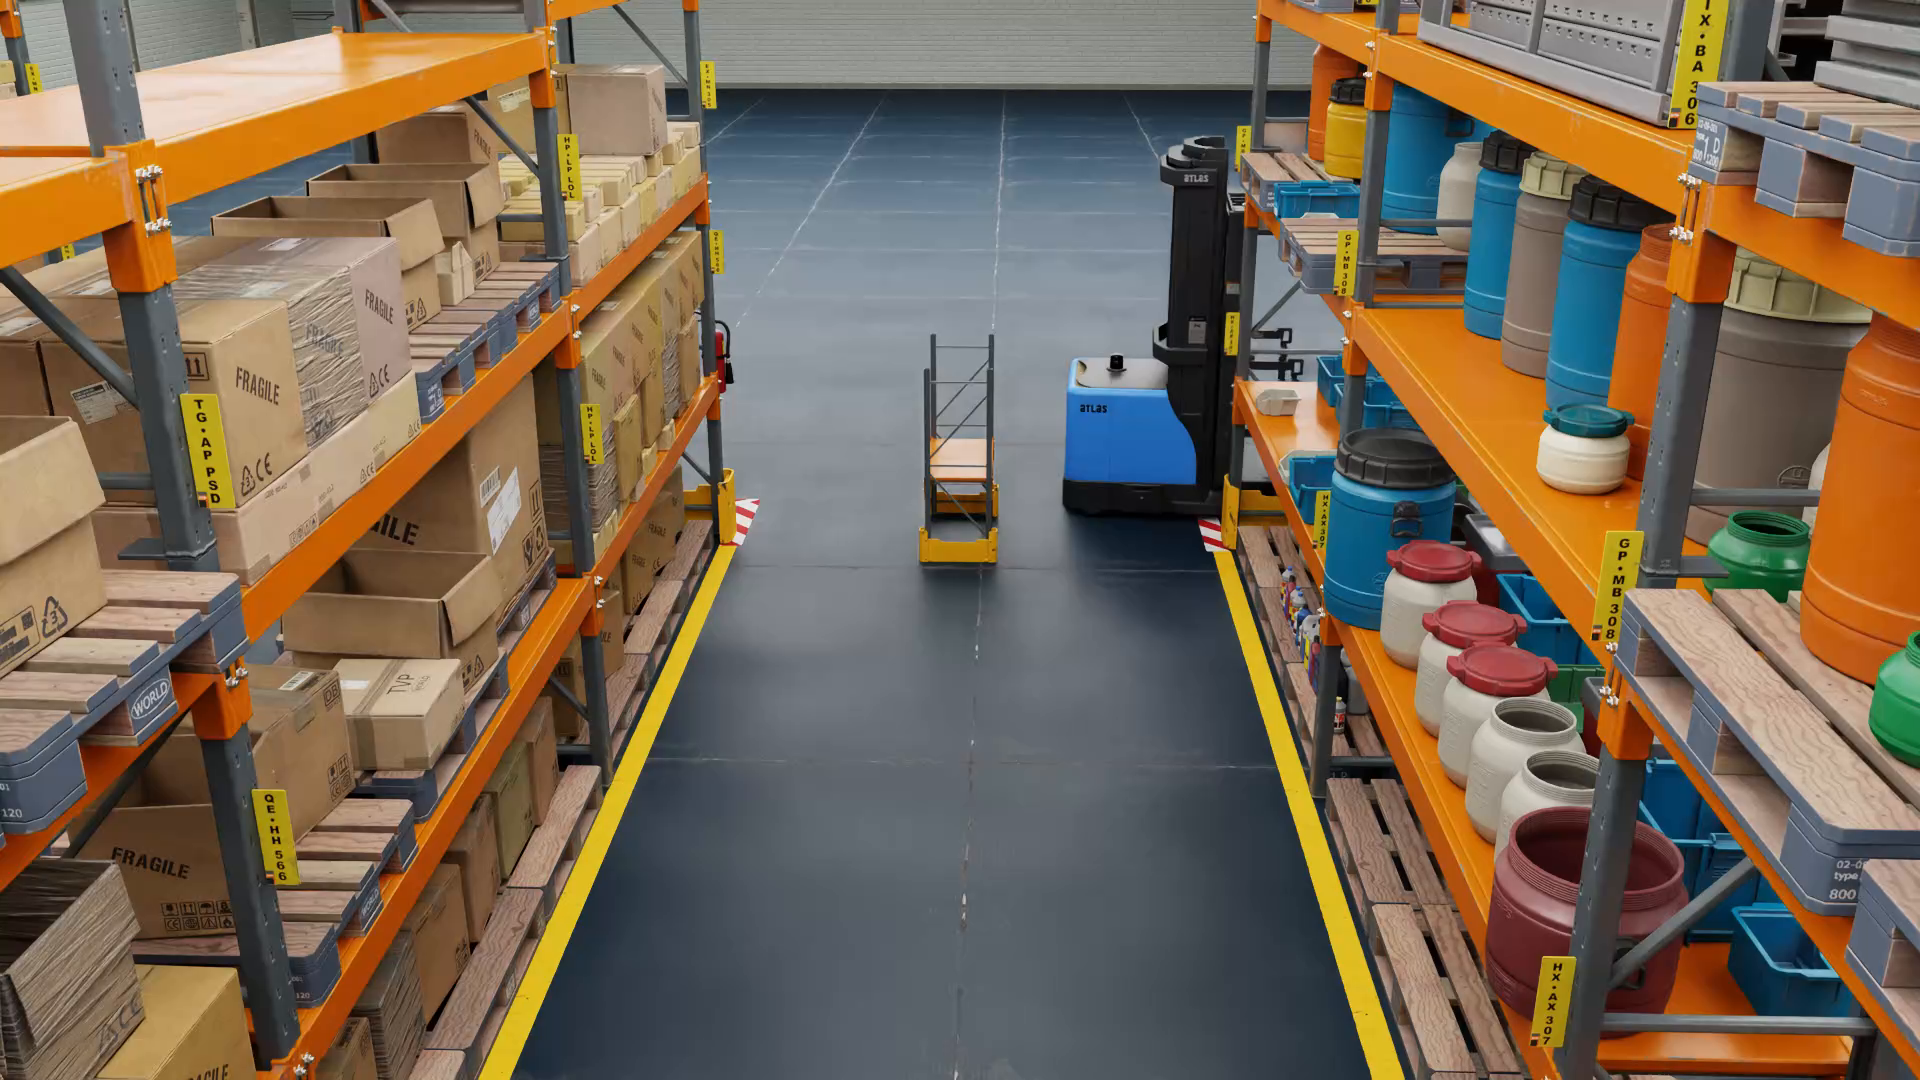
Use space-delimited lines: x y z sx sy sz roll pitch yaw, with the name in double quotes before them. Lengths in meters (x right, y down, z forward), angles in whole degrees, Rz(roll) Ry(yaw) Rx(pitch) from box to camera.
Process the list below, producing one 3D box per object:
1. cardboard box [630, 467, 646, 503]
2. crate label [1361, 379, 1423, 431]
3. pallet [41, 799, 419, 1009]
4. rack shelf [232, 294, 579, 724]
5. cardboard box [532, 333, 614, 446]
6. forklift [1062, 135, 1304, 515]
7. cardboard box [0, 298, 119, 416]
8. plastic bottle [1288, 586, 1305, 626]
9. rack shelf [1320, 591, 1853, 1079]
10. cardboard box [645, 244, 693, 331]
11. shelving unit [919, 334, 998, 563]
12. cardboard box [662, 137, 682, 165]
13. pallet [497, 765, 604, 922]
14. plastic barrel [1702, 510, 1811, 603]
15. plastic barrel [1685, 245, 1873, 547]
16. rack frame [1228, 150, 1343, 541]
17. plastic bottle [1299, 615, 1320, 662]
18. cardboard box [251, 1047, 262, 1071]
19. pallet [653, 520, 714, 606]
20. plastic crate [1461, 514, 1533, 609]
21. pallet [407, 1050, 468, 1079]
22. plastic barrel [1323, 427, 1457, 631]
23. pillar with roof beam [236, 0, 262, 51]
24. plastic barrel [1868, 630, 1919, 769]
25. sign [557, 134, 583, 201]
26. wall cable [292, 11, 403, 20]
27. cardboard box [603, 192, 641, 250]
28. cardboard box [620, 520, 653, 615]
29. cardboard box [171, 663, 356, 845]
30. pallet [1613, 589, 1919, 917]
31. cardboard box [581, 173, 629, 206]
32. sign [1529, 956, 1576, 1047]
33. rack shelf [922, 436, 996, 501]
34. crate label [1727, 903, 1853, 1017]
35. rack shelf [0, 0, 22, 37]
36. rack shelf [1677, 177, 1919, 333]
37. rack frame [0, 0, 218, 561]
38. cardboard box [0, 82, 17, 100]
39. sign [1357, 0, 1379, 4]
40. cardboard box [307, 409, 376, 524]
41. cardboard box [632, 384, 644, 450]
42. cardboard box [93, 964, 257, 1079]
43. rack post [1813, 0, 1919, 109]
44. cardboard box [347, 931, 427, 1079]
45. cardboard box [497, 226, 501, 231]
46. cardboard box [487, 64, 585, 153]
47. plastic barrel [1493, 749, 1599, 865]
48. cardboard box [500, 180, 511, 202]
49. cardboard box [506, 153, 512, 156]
"cardboard box" -2.127 -0.338 10.100 0.380 0.149 0.250 1 21 2
"crate label" 2.805 -0.759 10.789 0.502 0.435 0.616 1 21 2
"pallet" -2.688 1.258 5.906 1.213 0.211 1.003 1 21 2
"rack shelf" -2.542 -0.359 6.655 1.077 0.370 4.000 1 21 2
"cardboard box" -2.214 -0.830 9.091 0.500 0.500 0.500 1 21 2
"forklift" 2.386 -1.690 13.332 3.031 2.935 1.130 2 21 5
"cardboard box" -2.839 -0.426 5.005 0.500 0.500 0.500 1 21 3
"plastic bottle" 2.214 0.432 10.932 0.097 0.271 0.097 0 21 0
"rack shelf" 2.408 1.094 7.058 1.077 0.370 4.000 1 21 2
"cardboard box" -2.139 -1.734 11.421 0.500 0.500 0.500 1 21 2
"shelving unit" 0.002 -0.727 12.829 0.587 1.500 1.083 1 21 2
"cardboard box" -2.064 -2.592 11.072 0.380 0.149 0.250 1 21 2
"pallet" -2.504 1.562 8.710 1.003 0.211 1.213 1 21 2
"plastic barrel" 2.304 0.066 4.781 0.294 0.245 0.294 0 21 0
"plastic barrel" 2.590 -0.445 5.190 0.600 0.901 0.600 0 21 0
"rack frame" 2.591 -1.411 12.519 1.000 3.000 0.127 1 21 2
"plastic bottle" 2.225 0.619 10.444 0.152 0.276 0.135 1 21 3
"cardboard box" -2.613 1.795 6.066 0.500 0.250 0.500 1 21 4
"pallet" -2.422 0.155 12.337 1.003 0.211 1.213 1 21 2
"plastic crate" 2.760 0.184 8.320 0.402 0.464 0.583 1 21 2
"pallet" -2.578 2.445 6.437 1.003 0.211 1.213 1 21 2
"plastic barrel" 2.155 -0.062 8.349 0.600 0.901 0.708 1 21 2
"pillar with roof beam" -12.933 -14.982 39.202 9.100 9.000 0.400 1 21 2
"plastic barrel" 2.086 0.340 3.492 0.294 0.245 0.294 0 21 0
"sign" -1.926 -1.837 8.212 0.100 0.325 0.005 1 21 2
"wall cable" -15.825 -14.633 42.594 3.097 2.526 0.112 1 21 2
"cardboard box" -2.175 -1.878 9.784 0.500 0.250 0.500 0 21 -1
"cardboard box" -2.417 0.172 11.313 0.500 0.500 0.500 3 21 7
"cardboard box" -2.710 0.786 6.137 0.700 0.500 0.500 4 22 10
"pallet" 2.227 0.447 3.845 1.003 0.211 1.213 1 21 2
"cardboard box" -2.134 -2.027 9.616 0.380 0.149 0.250 0 21 1
"sign" 1.798 1.402 5.043 0.100 0.325 0.005 1 21 2
"rack shelf" 0.003 -0.562 12.902 0.538 0.185 1.000 1 21 2
"crate label" 2.735 1.411 5.476 0.303 0.233 0.416 1 21 2
"rack shelf" -7.375 -3.108 10.147 1.077 0.370 4.000 1 21 2
"rack shelf" 2.287 -0.070 2.317 1.077 0.370 4.000 1 21 2
"rack frame" -2.603 -1.370 4.119 1.000 3.000 0.127 1 21 2
"cardboard box" -7.050 -3.086 11.766 0.500 0.250 0.500 1 21 2
"sign" 1.920 -2.674 7.770 0.100 0.325 0.005 1 21 2
"cardboard box" -2.318 -0.254 5.598 0.500 0.250 0.500 1 21 3
"cardboard box" -2.441 -0.729 10.211 0.875 0.500 0.500 1 21 2
"cardboard box" -2.370 1.562 4.719 0.500 0.500 0.500 1 21 3
"rack post" 2.367 -1.018 3.316 0.954 0.300 0.937 1 21 2
"cardboard box" -2.599 1.944 6.719 0.700 0.500 0.500 -1 21 -3
"cardboard box" -2.728 -1.515 8.848 0.500 0.250 0.500 1 21 4
"cardboard box" -2.675 -2.748 10.578 0.500 0.500 0.500 1 21 1
"plastic barrel" 2.165 1.055 6.008 0.421 0.512 0.421 0 21 0
"cardboard box" -2.757 -1.942 9.396 0.380 0.149 0.250 0 21 0
"cardboard box" -2.673 -2.413 10.610 0.380 0.149 0.250 0 21 -1
